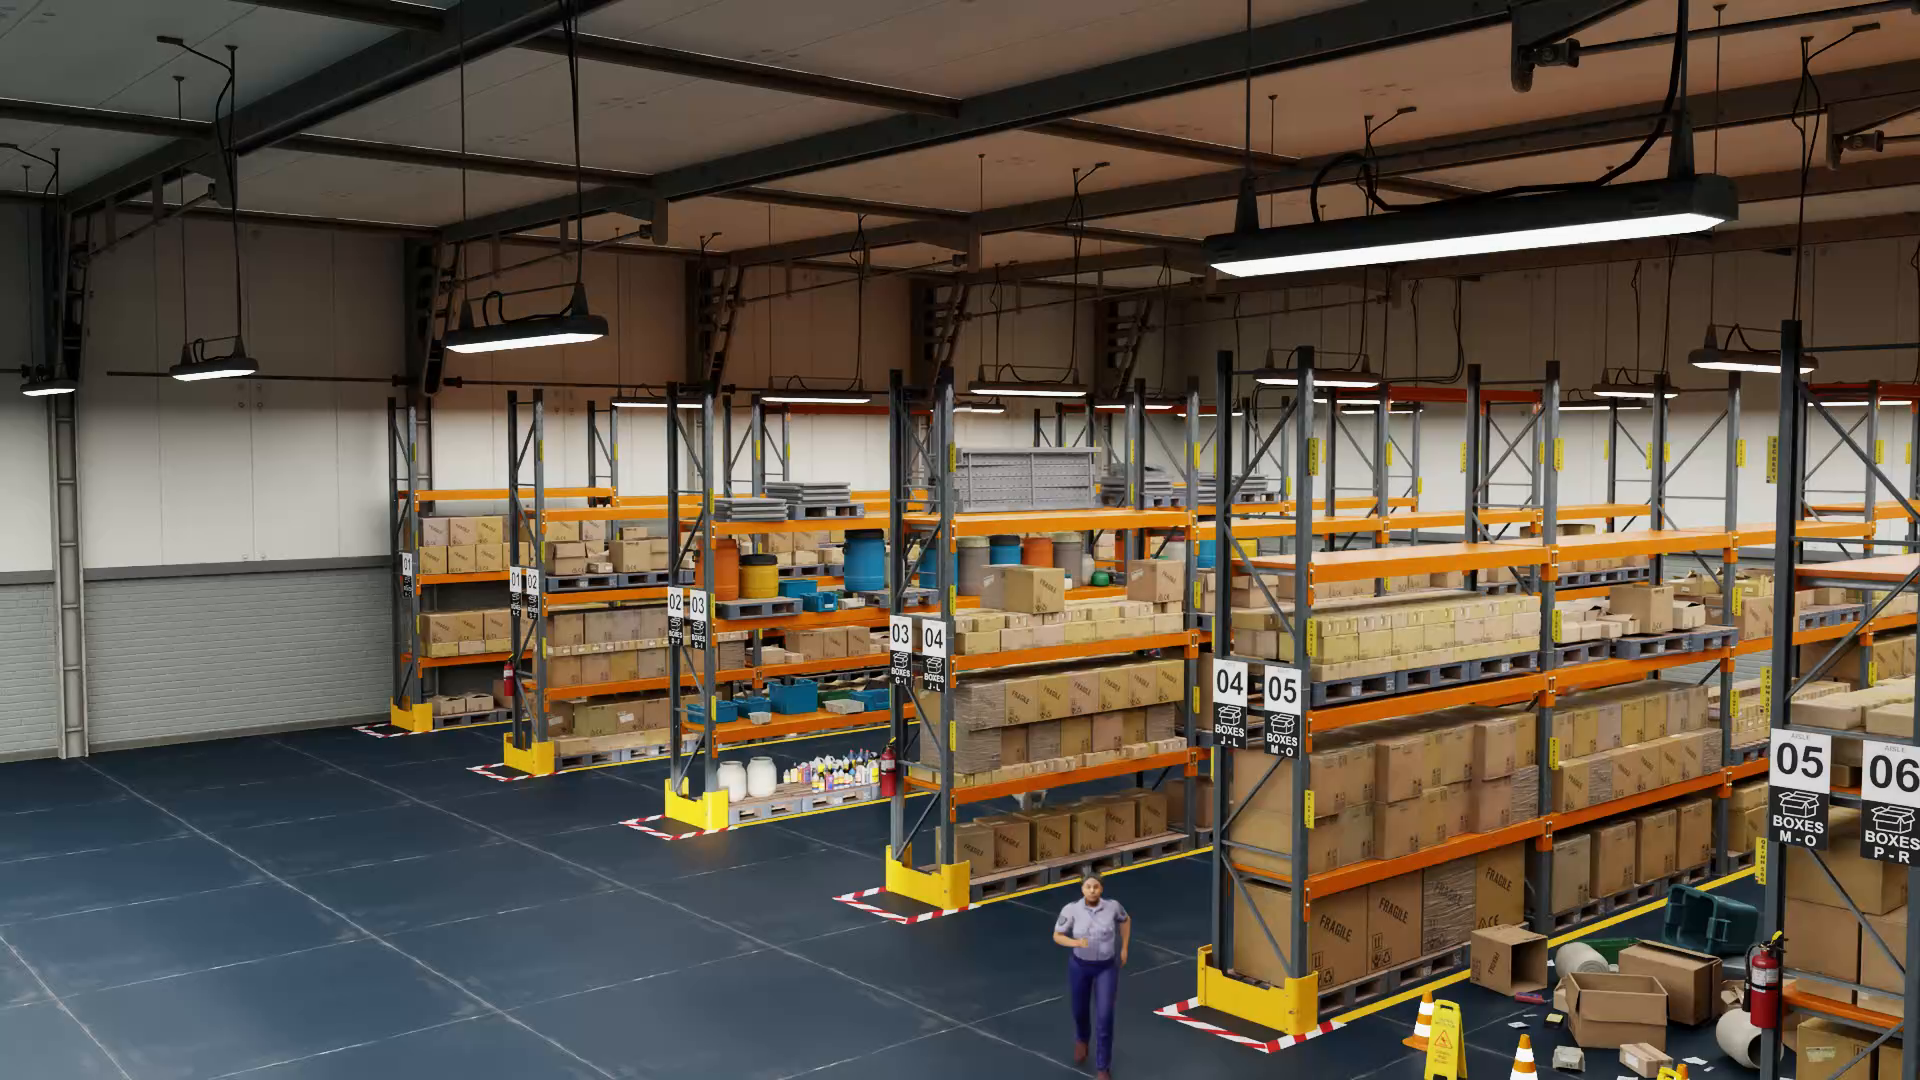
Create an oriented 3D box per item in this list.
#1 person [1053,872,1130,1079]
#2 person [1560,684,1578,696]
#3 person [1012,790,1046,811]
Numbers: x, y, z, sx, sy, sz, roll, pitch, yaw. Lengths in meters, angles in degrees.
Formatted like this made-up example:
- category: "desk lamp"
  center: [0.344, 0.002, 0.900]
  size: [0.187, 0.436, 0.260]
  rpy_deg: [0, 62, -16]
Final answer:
- category: "person"
  center: [1.075, 3.549, 13.582]
  size: [0.631, 1.683, 0.809]
  rpy_deg: [0, 3, 4]
- category: "person"
  center: [8.941, 2.926, 24.327]
  size: [0.802, 1.664, 0.666]
  rpy_deg: [-3, 4, -41]
- category: "person"
  center: [0.972, 3.016, 22.256]
  size: [0.653, 1.752, 0.724]
  rpy_deg: [-3, 5, -45]
